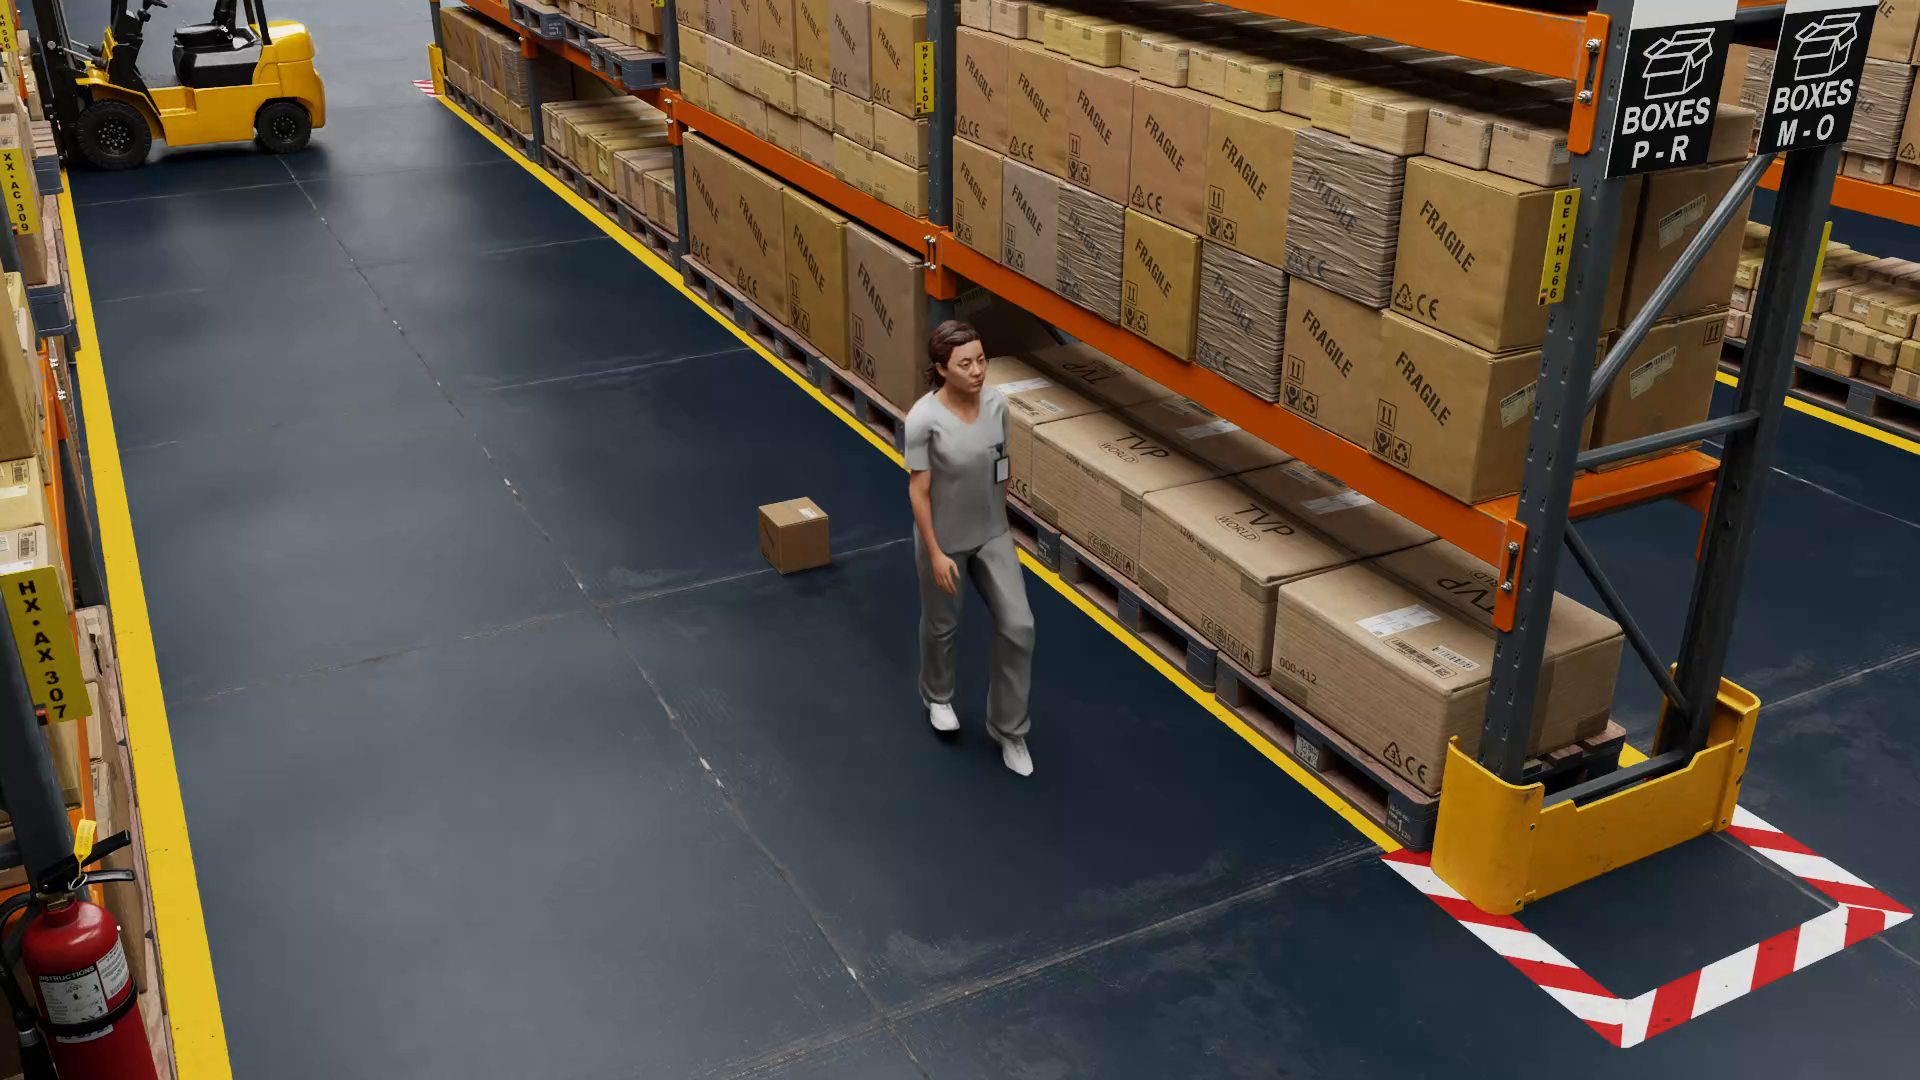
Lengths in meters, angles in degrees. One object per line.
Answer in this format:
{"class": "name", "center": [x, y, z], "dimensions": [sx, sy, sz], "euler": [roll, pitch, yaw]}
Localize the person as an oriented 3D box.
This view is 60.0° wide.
{"class": "person", "center": [0.015, 0.038, 6.061], "dimensions": [0.456, 1.721, 0.624], "euler": [-11, 28, -22]}
